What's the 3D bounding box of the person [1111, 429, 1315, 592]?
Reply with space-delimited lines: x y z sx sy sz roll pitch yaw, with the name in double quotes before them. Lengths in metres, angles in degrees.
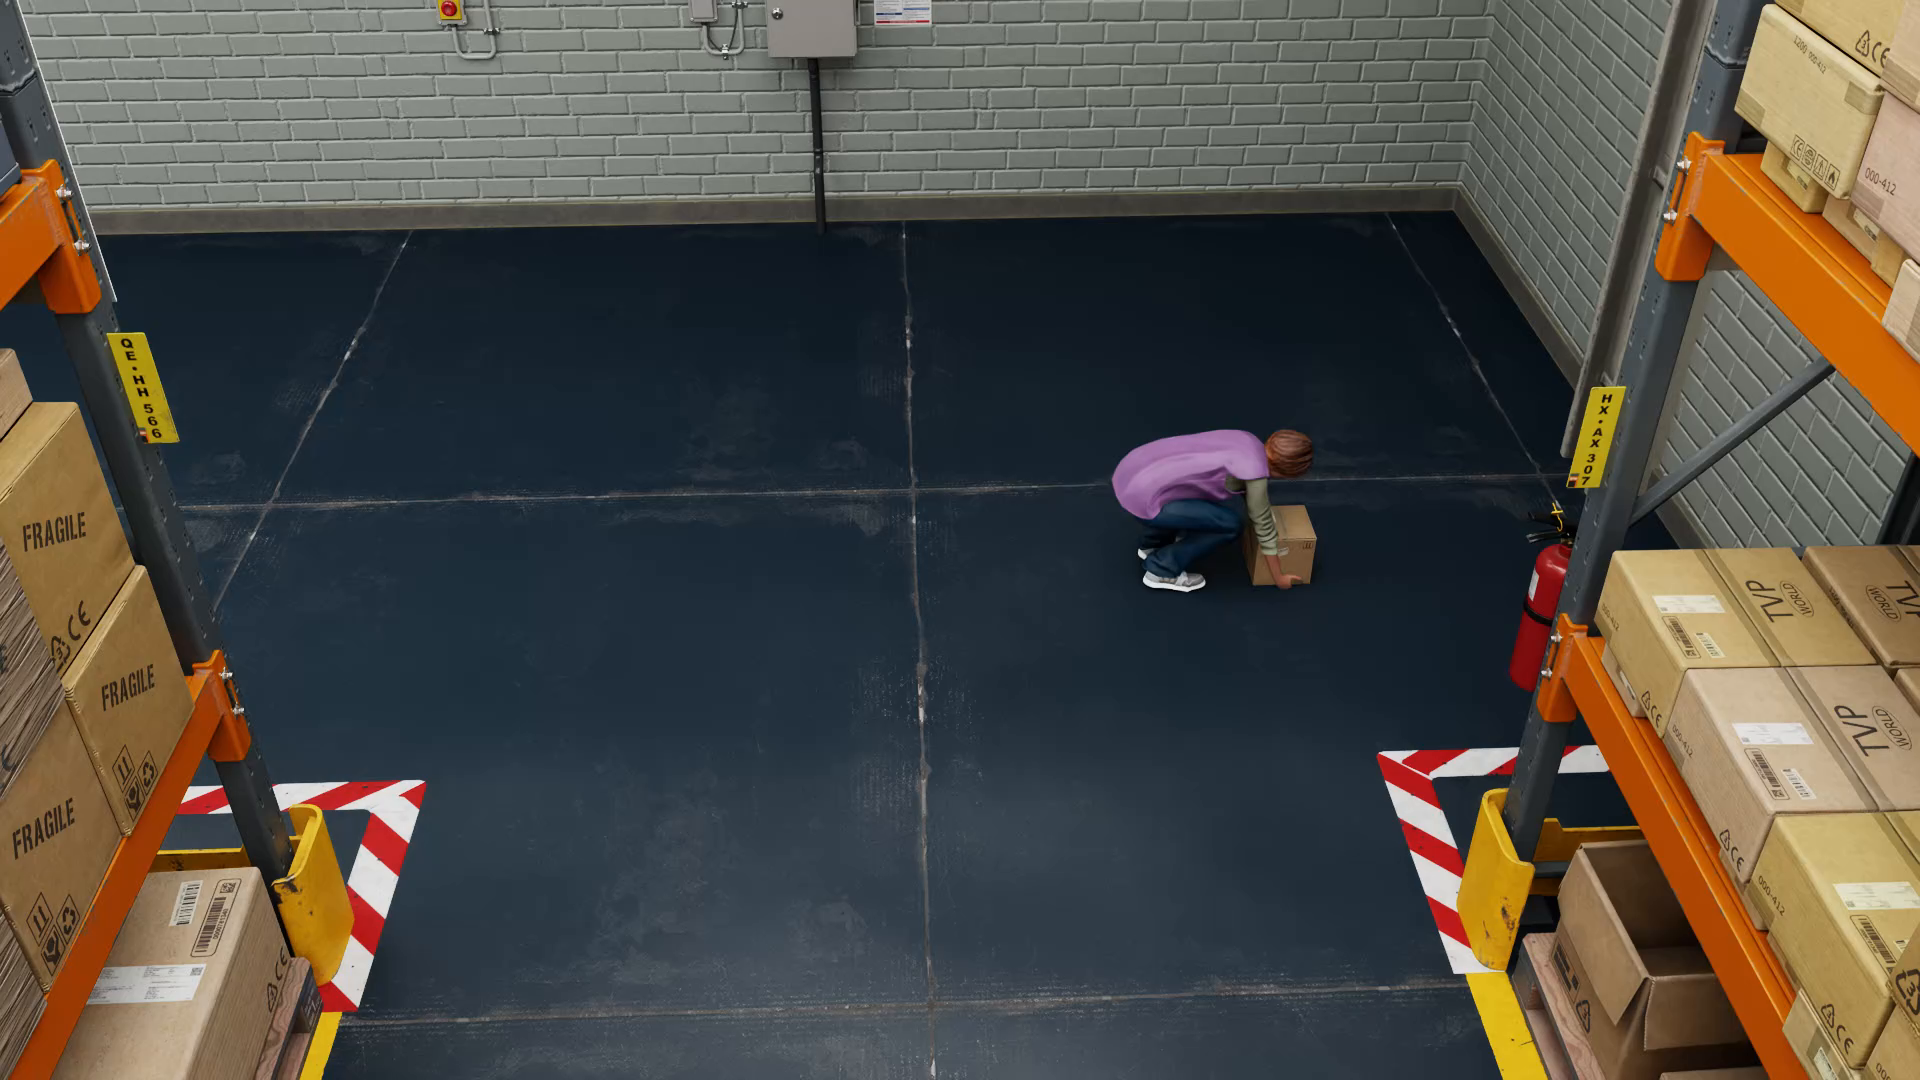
"person" 1.075 -0.140 7.151 0.861 0.694 0.421 -2 36 -3
